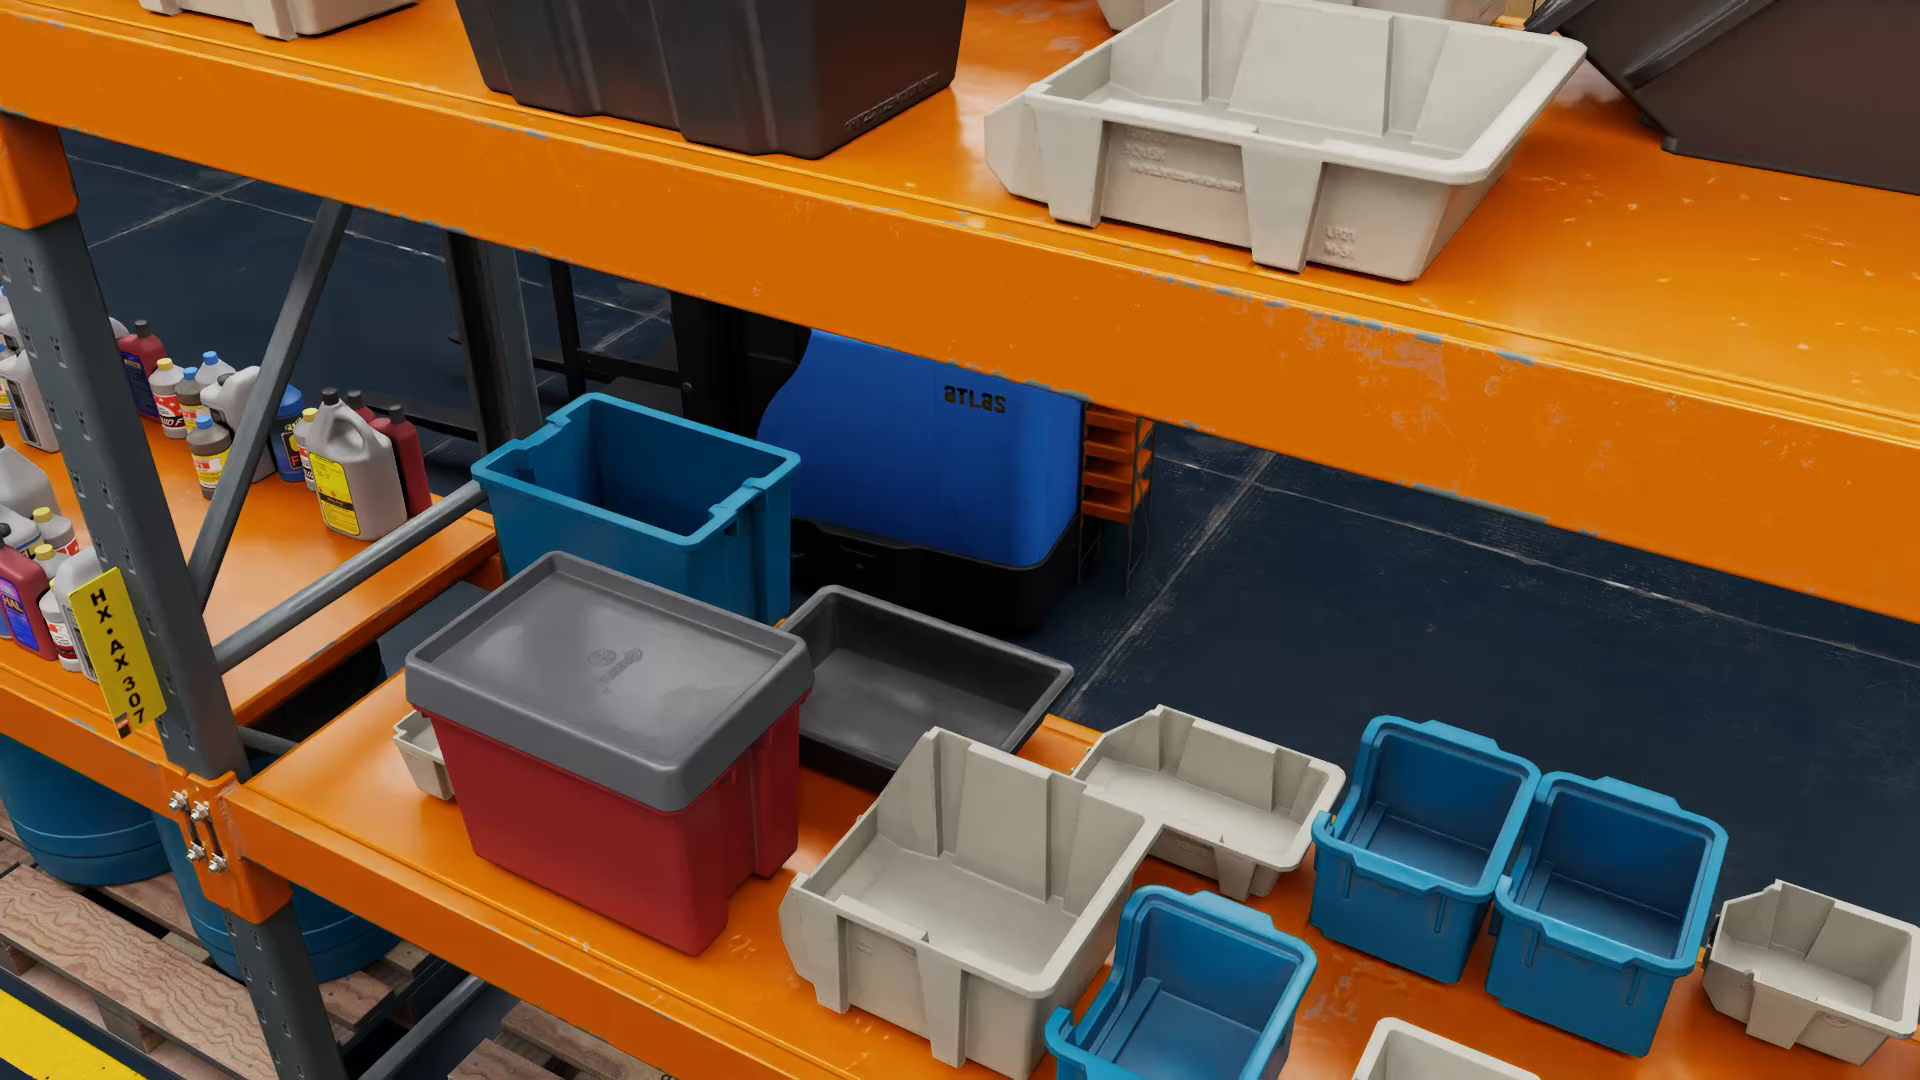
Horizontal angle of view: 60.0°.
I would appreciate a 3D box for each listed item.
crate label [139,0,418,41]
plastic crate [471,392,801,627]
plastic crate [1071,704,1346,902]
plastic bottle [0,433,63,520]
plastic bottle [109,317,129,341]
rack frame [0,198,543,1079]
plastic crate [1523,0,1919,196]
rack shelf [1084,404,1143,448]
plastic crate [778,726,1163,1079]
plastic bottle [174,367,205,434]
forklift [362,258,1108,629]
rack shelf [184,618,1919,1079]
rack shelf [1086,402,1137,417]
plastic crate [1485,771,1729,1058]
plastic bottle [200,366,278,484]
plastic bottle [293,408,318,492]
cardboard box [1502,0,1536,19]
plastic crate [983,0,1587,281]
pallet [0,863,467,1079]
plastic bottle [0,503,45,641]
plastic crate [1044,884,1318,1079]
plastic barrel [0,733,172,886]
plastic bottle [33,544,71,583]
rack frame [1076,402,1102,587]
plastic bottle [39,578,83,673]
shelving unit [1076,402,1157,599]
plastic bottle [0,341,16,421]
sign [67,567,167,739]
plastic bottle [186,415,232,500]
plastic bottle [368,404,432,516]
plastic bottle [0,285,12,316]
[{"bbox_3d":[-0.953,-0.808,2.289,0.466,0.136,0.293,18,37,24],"label":"crate label"},{"bbox_3d":[-0.660,0.003,3.500,0.575,0.384,0.392,18,37,24],"label":"plastic crate"},{"bbox_3d":[0.426,0.476,3.013,0.466,0.136,0.293,18,37,24],"label":"plastic crate"},{"bbox_3d":[-2.124,-0.087,3.719,0.185,0.351,0.144,18,37,24],"label":"plastic bottle"},{"bbox_3d":[-2.251,-0.457,4.341,0.135,0.276,0.152,18,37,24],"label":"plastic bottle"},{"bbox_3d":[-1.235,0.057,3.458,0.127,3.000,1.000,18,37,24],"label":"rack frame"},{"bbox_3d":[1.048,-0.618,1.822,0.767,0.338,0.504,18,37,24],"label":"plastic crate"},{"bbox_3d":[0.553,-0.434,5.683,0.180,0.103,0.258,13,36,19],"label":"rack shelf"},{"bbox_3d":[0.000,0.590,2.711,0.530,0.282,0.437,18,37,24],"label":"plastic crate"},{"bbox_3d":[-1.937,-0.343,4.239,0.097,0.201,0.097,0,34,0],"label":"plastic bottle"},{"bbox_3d":[-0.931,-1.441,5.769,3.031,2.935,1.130,13,36,19],"label":"forklift"},{"bbox_3d":[0.502,0.906,2.832,4.000,0.370,1.077,18,37,24],"label":"rack shelf"},{"bbox_3d":[0.553,-0.534,5.617,0.180,0.103,0.258,13,36,19],"label":"rack shelf"},{"bbox_3d":[1.044,0.613,2.720,0.300,0.233,0.416,18,37,24],"label":"plastic crate"},{"bbox_3d":[-1.765,-0.303,4.110,0.135,0.276,0.152,18,37,24],"label":"plastic bottle"},{"bbox_3d":[-1.566,-0.226,4.062,0.097,0.201,0.097,0,34,0],"label":"plastic bottle"},{"bbox_3d":[1.980,-1.957,6.392,0.500,0.500,0.500,18,38,25],"label":"cardboard box"},{"bbox_3d":[0.321,-0.431,1.722,0.530,0.136,0.437,18,37,24],"label":"plastic crate"},{"bbox_3d":[-1.884,0.985,4.580,1.213,0.211,1.003,18,37,24],"label":"pallet"},{"bbox_3d":[-2.054,0.055,3.573,0.135,0.276,0.152,18,37,24],"label":"plastic bottle"},{"bbox_3d":[0.328,0.760,2.499,0.300,0.233,0.416,18,37,24],"label":"plastic crate"},{"bbox_3d":[-2.313,0.403,4.453,0.708,0.901,0.600,18,37,24],"label":"plastic barrel"},{"bbox_3d":[-1.937,0.102,3.570,0.097,0.201,0.097,0,34,0],"label":"plastic bottle"},{"bbox_3d":[0.469,-0.391,5.755,0.006,1.200,0.240,13,36,19],"label":"rack frame"},{"bbox_3d":[-1.852,0.168,3.470,0.097,0.201,0.097,0,34,0],"label":"plastic bottle"},{"bbox_3d":[0.553,-0.371,5.725,0.189,1.200,0.258,13,36,19],"label":"shelving unit"},{"bbox_3d":[-2.498,-0.424,4.360,0.097,0.201,0.097,0,34,0],"label":"plastic bottle"},{"bbox_3d":[-1.509,0.206,2.985,0.005,0.325,0.100,18,37,24],"label":"sign"},{"bbox_3d":[-1.811,-0.206,4.033,0.097,0.201,0.097,0,34,0],"label":"plastic bottle"},{"bbox_3d":[-1.341,-0.201,3.950,0.133,0.283,0.061,18,37,24],"label":"plastic bottle"},{"bbox_3d":[-2.540,-0.564,4.506,0.097,0.271,0.097,0,34,0],"label":"plastic bottle"}]
